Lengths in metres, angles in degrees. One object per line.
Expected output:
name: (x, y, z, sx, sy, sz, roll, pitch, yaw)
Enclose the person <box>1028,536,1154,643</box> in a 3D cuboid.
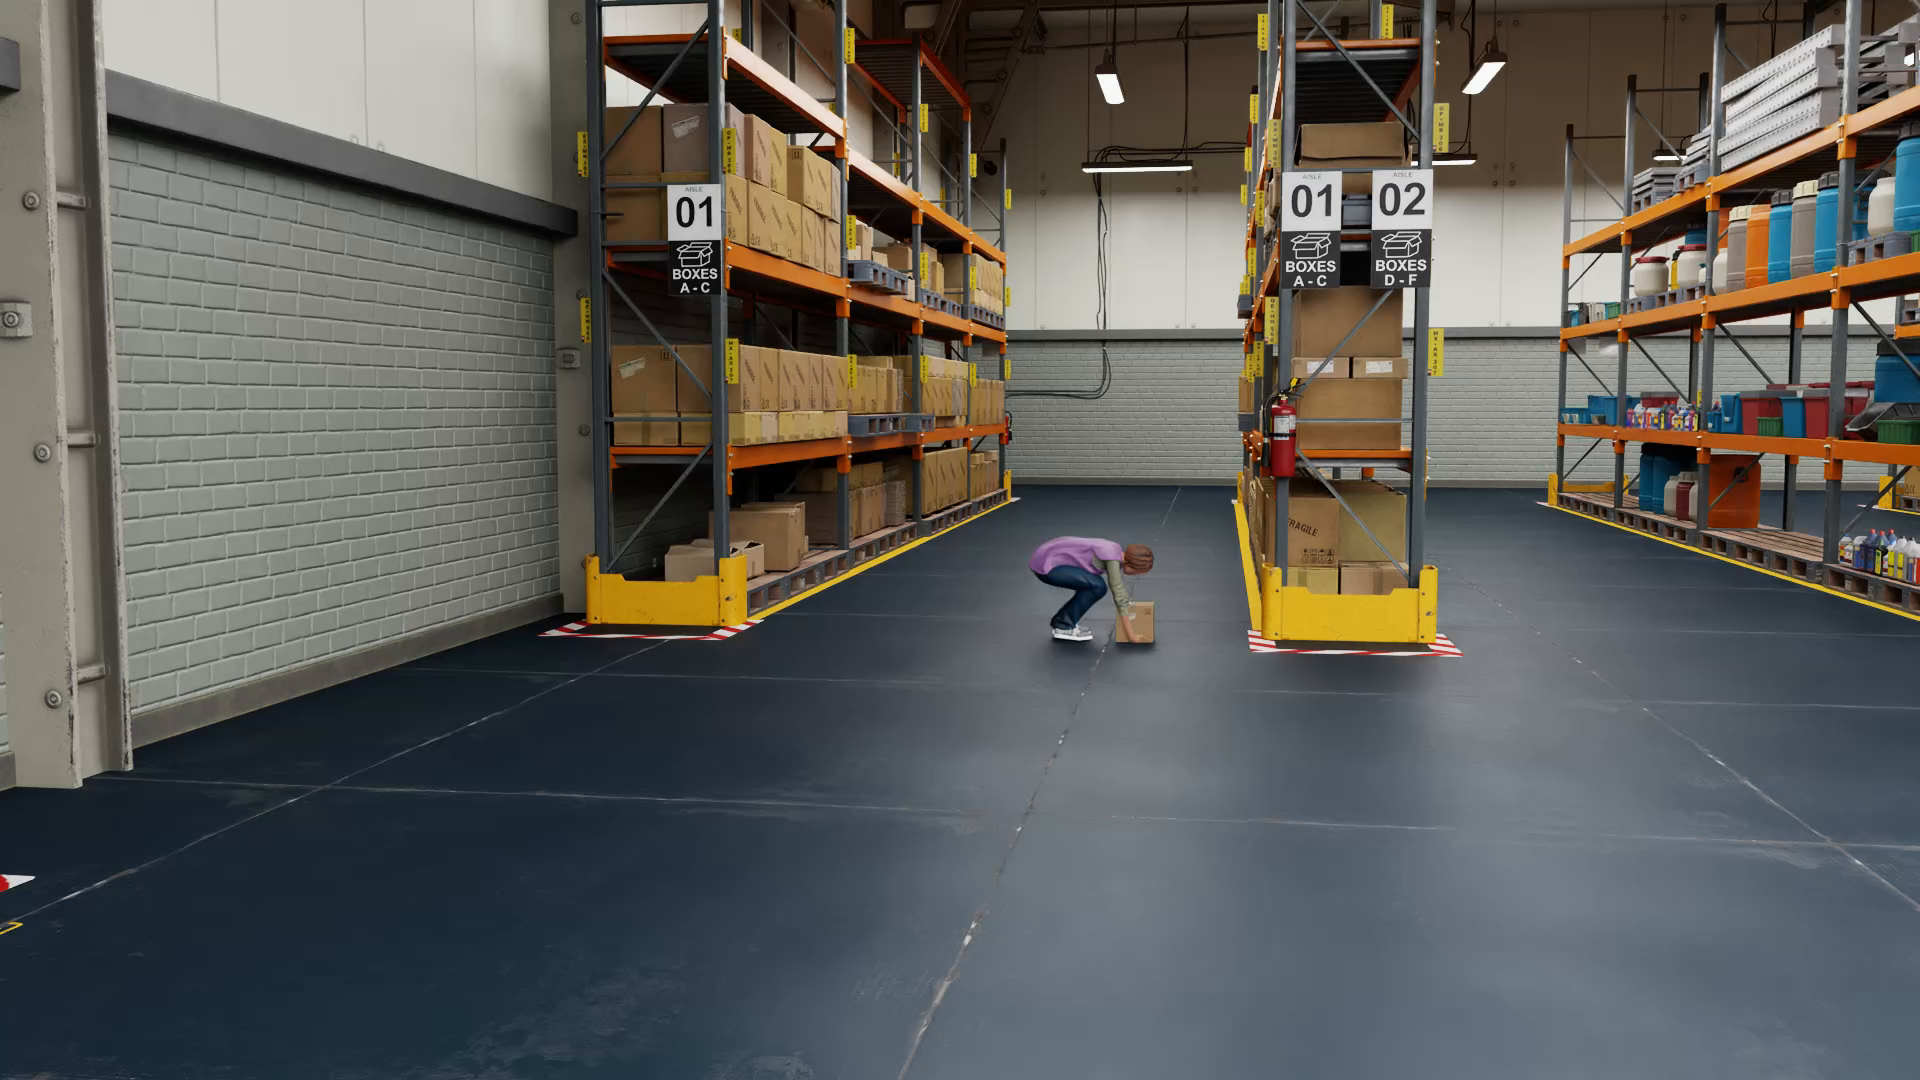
person: (0.903, 0.344, 11.492, 0.872, 0.738, 0.418, 1, 5, 7)
